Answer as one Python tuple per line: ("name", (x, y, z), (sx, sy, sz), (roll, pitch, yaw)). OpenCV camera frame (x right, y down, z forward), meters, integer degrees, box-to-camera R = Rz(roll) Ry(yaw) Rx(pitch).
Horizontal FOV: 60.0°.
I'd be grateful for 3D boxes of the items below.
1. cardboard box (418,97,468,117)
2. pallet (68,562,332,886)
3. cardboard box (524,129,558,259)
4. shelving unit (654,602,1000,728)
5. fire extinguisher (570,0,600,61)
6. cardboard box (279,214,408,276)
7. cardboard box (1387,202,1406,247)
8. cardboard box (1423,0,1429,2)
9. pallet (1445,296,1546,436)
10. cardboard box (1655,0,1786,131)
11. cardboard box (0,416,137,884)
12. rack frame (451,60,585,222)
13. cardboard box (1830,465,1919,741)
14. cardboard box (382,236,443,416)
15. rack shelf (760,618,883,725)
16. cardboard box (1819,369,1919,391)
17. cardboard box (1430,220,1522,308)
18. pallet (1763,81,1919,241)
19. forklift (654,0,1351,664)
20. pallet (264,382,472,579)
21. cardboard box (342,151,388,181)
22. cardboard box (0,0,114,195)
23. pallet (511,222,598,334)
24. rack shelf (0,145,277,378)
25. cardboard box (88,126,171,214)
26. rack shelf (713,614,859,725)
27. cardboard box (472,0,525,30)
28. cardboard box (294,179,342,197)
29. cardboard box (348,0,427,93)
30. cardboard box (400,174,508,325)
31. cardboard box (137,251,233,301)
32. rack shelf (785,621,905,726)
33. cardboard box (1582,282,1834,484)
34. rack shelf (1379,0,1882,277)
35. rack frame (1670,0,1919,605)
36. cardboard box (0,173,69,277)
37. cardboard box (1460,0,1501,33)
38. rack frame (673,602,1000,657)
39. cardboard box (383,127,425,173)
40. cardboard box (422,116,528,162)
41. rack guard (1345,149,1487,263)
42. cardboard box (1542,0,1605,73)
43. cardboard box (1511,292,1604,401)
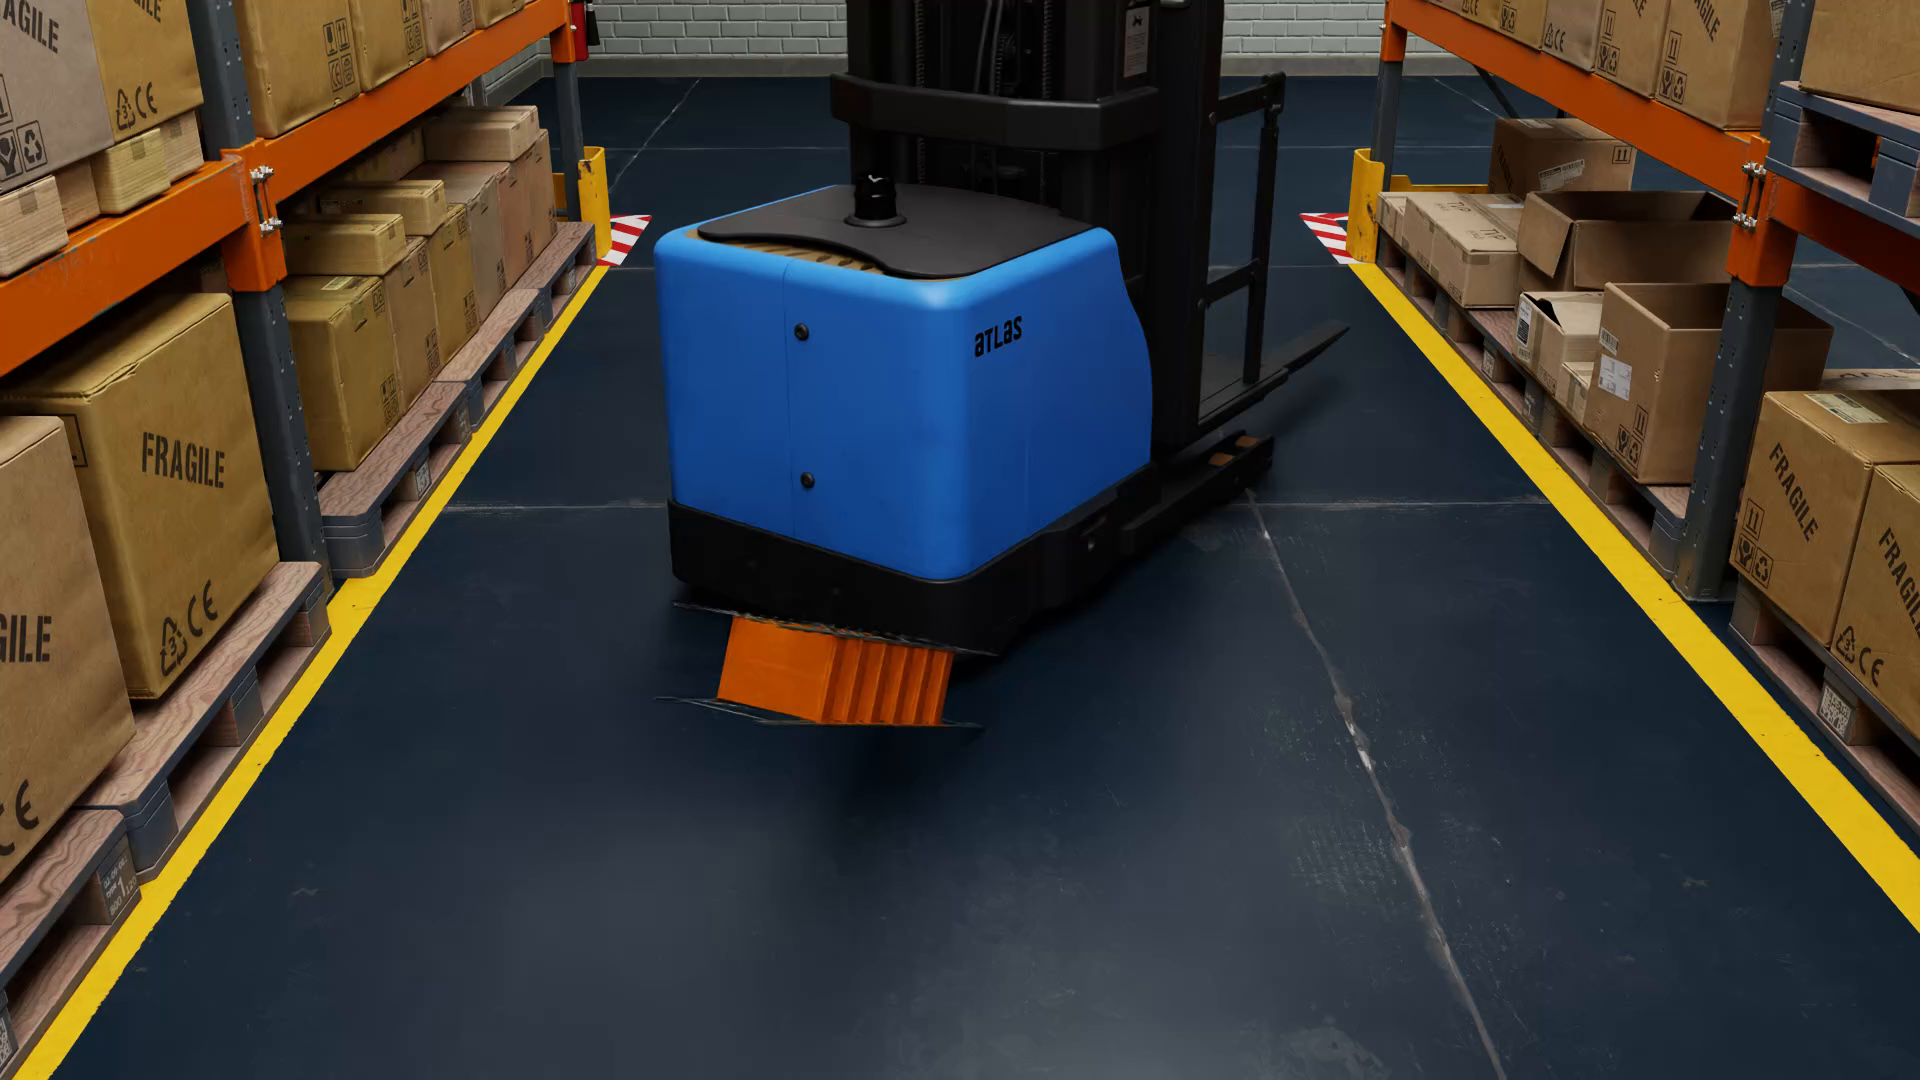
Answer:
("cardboard box", (-2.478, -1.941, 7.638), (0.380, 0.149, 0.250), (0, 24, 0))
("pallet", (-2.257, 0.406, 4.096), (1.003, 0.211, 1.213), (0, 24, -1))
("cardboard box", (-2.277, -1.595, 7.659), (0.700, 0.500, 0.500), (0, 24, -1))
("shelving unit", (-0.241, 0.297, 3.685), (0.258, 0.189, 1.200), (10, -2, 22))
("fire extinguisher", (-1.924, -2.689, 8.102), (0.296, 0.674, 0.183), (0, 24, -1))
("cardboard box", (-2.067, -0.980, 5.514), (0.380, 0.149, 0.250), (1, 24, 1))
("cardboard box", (2.233, -1.486, 7.801), (0.380, 0.166, 0.250), (0, 24, -1))
("cardboard box", (2.310, -2.716, 7.493), (0.500, 0.500, 0.500), (0, 24, 1))
("pallet", (2.590, -0.722, 6.591), (1.003, 0.211, 1.213), (0, 24, -1))
("cardboard box", (2.351, -1.456, 4.708), (0.500, 0.500, 0.500), (0, 24, 0))
("cardboard box", (-2.191, 0.240, 3.179), (0.750, 0.750, 0.750), (0, 24, 1))
("rack frame", (-2.384, -2.830, 7.868), (1.000, 3.000, 0.127), (0, 24, -1))
("cardboard box", (2.391, 0.153, 3.771), (0.500, 0.500, 0.500), (0, 24, 0))
("cardboard box", (-2.248, -0.750, 5.792), (0.700, 0.500, 0.500), (0, 24, -1))
("rack shelf", (-0.311, 0.276, 3.504), (0.258, 0.180, 0.103), (10, -2, 22))
("cardboard box", (2.825, -0.355, 5.124), (0.500, 0.311, 0.500), (0, 24, -1))
("cardboard box", (2.302, -1.164, 6.987), (0.500, 0.250, 0.500), (0, 24, -1))
("pallet", (2.512, -0.788, 3.586), (1.003, 0.211, 1.213), (0, 24, -1))
("forklift", (0.413, -1.561, 5.144), (1.130, 2.935, 3.031), (16, 29, 31))
("pallet", (-2.271, -0.225, 5.491), (1.003, 0.211, 1.213), (0, 24, -1))
("cardboard box", (-2.462, -1.418, 6.483), (0.380, 0.149, 0.250), (0, 24, 0))
("cardboard box", (-2.068, -0.973, 3.254), (0.500, 0.500, 0.500), (0, 24, 0))
("pallet", (-2.297, -1.230, 7.715), (1.003, 0.211, 1.213), (0, 24, -1))
("rack shelf", (-2.319, -0.030, 2.549), (1.077, 0.370, 4.000), (0, 24, -1))
("cardboard box", (-2.027, -0.835, 3.736), (0.380, 0.149, 0.250), (0, 24, 0))
("rack shelf", (-0.354, 0.262, 3.392), (0.258, 0.180, 0.103), (10, -2, 22))
("cardboard box", (-2.350, -2.457, 6.679), (0.980, 0.700, 0.700), (0, 24, -1))
("cardboard box", (-2.456, -1.208, 6.017), (0.380, 0.149, 0.250), (0, 24, 0))
("cardboard box", (-2.333, -1.843, 5.321), (0.980, 0.700, 0.700), (-1, 24, -2))
("cardboard box", (-2.265, -1.181, 6.745), (0.700, 0.500, 0.500), (-1, 24, -2))
("cardboard box", (-2.443, -0.778, 5.066), (0.380, 0.149, 0.250), (0, 24, -1))
("rack shelf", (-0.268, 0.289, 3.615), (0.258, 0.180, 0.103), (10, -2, 22))
("cardboard box", (2.323, -0.501, 5.217), (0.500, 0.500, 0.500), (0, 24, -1))
("rack shelf", (2.591, -1.702, 6.246), (1.077, 0.370, 4.000), (0, 24, -1))
("rack frame", (2.613, -1.206, 4.276), (1.000, 3.000, 0.127), (0, 24, -1))
("cardboard box", (-2.008, -0.619, 3.259), (0.380, 0.149, 0.250), (0, 24, -1))
("cardboard box", (2.324, -2.296, 6.565), (0.500, 0.500, 0.500), (0, 24, -1))
("rack frame", (-0.223, 0.207, 3.689), (0.240, 0.006, 1.200), (10, -2, 22))
("cardboard box", (-2.469, -1.629, 6.948), (0.380, 0.149, 0.250), (0, 24, 0))
("cardboard box", (-2.089, -1.733, 7.178), (0.380, 0.149, 0.250), (0, 24, 1))
("rack guard", (2.570, -1.684, 8.366), (1.175, 0.500, 0.348), (0, 24, -1))
("cardboard box", (2.336, -1.880, 5.646), (0.500, 0.500, 0.500), (0, 24, 1))
("cardboard box", (2.315, -0.724, 5.939), (0.500, 0.311, 0.500), (0, 24, -1))
